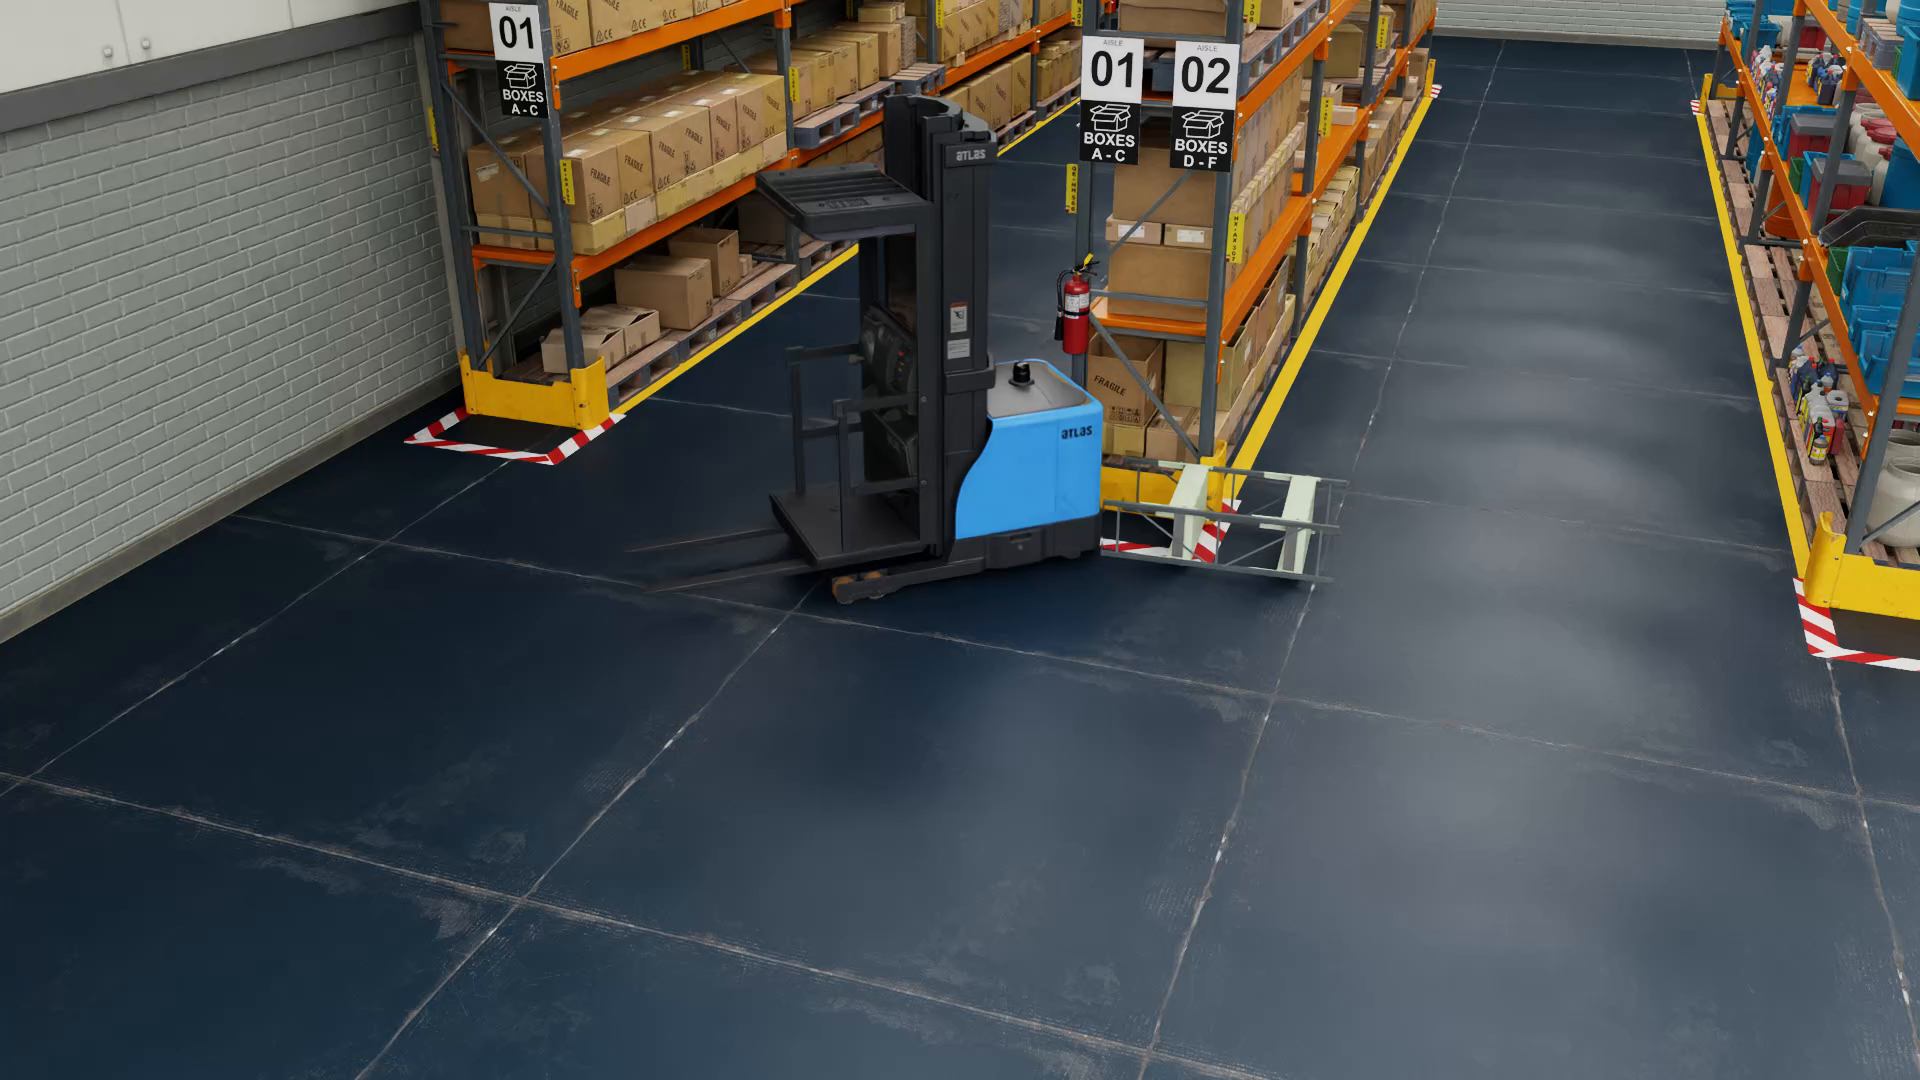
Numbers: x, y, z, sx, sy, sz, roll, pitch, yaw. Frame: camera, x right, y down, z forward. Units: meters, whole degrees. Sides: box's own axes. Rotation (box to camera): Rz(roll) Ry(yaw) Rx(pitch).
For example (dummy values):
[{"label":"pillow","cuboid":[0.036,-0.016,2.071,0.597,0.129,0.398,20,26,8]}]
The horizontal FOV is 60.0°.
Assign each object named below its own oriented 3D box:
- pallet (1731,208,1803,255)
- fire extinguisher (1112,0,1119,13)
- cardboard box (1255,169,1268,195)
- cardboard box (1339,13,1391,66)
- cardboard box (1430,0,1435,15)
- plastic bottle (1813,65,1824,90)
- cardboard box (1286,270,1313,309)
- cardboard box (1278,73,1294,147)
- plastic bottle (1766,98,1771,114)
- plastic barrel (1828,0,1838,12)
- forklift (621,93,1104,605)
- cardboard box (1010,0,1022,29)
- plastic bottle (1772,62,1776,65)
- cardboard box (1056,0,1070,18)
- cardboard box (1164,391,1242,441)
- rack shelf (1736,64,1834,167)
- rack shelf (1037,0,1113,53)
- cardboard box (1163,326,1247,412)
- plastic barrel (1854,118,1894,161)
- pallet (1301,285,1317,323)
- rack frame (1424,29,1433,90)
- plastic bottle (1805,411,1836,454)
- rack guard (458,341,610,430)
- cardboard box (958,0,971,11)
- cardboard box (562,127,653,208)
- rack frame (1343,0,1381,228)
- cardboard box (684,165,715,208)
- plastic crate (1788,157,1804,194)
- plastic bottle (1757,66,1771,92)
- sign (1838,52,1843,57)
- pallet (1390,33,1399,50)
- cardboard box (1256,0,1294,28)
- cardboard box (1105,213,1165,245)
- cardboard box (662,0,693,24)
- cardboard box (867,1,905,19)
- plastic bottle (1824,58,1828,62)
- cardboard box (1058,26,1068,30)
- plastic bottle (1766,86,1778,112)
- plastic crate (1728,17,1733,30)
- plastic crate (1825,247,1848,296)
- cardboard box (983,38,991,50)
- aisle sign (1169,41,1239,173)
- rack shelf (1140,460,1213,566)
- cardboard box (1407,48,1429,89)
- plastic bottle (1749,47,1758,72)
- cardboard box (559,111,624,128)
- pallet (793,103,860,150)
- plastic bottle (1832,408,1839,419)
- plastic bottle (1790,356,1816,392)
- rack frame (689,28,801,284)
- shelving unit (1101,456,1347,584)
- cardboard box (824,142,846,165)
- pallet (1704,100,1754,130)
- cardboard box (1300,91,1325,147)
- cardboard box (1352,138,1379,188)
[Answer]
[{"label":"pallet","cuboid":[8.815,-3.255,17.730,1.003,0.211,1.213,9,27,17]},{"label":"fire extinguisher","cuboid":[2.397,-8.696,26.286,0.296,0.674,0.183,9,27,17]},{"label":"cardboard box","cuboid":[2.106,-2.710,12.547,0.380,0.149,0.250,9,27,18]},{"label":"cardboard box","cuboid":[4.510,-5.757,19.101,0.700,0.500,0.500,14,29,27]},{"label":"cardboard box","cuboid":[6.523,-7.795,23.792,0.500,0.500,0.500,9,27,18]},{"label":"plastic bottle","cuboid":[9.684,-5.210,18.716,0.097,0.271,0.097,0,26,0]},{"label":"cardboard box","cuboid":[2.959,-2.337,15.308,0.500,0.250,0.500,8,27,16]},{"label":"cardboard box","cuboid":[2.283,-3.494,13.420,0.700,0.500,0.500,9,27,17]},{"label":"plastic bottle","cuboid":[8.554,-4.578,17.491,0.097,0.201,0.097,0,26,0]},{"label":"plastic barrel","cuboid":[7.661,-4.890,13.889,0.600,0.901,0.708,9,27,17]},{"label":"forklift","cuboid":[-0.637,-1.176,10.315,3.031,2.935,1.130,-10,28,-19]},{"label":"cardboard box","cuboid":[0.505,-7.011,21.809,0.500,0.500,0.500,9,27,18]},{"label":"plastic bottle","cuboid":[9.412,-5.438,19.268,0.097,0.201,0.097,0,26,0]},{"label":"cardboard box","cuboid":[1.025,-7.915,23.811,0.980,0.700,0.700,8,27,16]},{"label":"cardboard box","cuboid":[1.811,-0.958,12.459,0.500,0.250,0.500,9,27,17]},{"label":"rack shelf","cuboid":[9.258,-4.678,18.295,1.077,0.370,4.000,9,27,17]},{"label":"rack shelf","cuboid":[1.247,-7.758,24.657,1.077,0.370,4.000,9,27,17]},{"label":"cardboard box","cuboid":[1.813,-1.295,12.295,0.500,0.500,0.500,9,27,17]},{"label":"plastic barrel","cuboid":[8.175,-3.438,14.752,0.433,0.535,0.433,0,26,0]},{"label":"pallet","cuboid":[2.800,-2.309,15.777,1.003,0.211,1.213,9,27,17]},{"label":"rack frame","cuboid":[6.585,-8.187,24.717,1.000,3.000,0.127,9,27,17]},{"label":"plastic bottle","cuboid":[6.238,-0.782,12.044,0.152,0.276,0.135,9,27,18]},{"label":"rack guard","cuboid":[-3.387,-1.235,13.227,1.175,0.500,0.348,9,27,17]},{"label":"cardboard box","cuboid":[-0.178,-6.512,19.918,0.500,0.250,0.500,8,27,17]},{"label":"cardboard box","cuboid":[-2.796,-2.962,13.214,0.500,0.500,0.500,9,27,18]},{"label":"rack frame","cuboid":[3.922,-4.900,17.927,1.000,3.000,0.127,9,27,17]},{"label":"cardboard box","cuboid":[-2.446,-3.056,14.269,0.500,0.250,0.500,9,27,18]},{"label":"plastic crate","cuboid":[7.575,-3.197,14.654,0.450,0.188,0.662,9,27,17]},{"label":"plastic bottle","cuboid":[9.025,-5.157,18.601,0.152,0.276,0.135,9,27,17]},{"label":"sign","cuboid":[10.442,-5.867,19.609,0.100,0.325,0.005,9,27,17]},{"label":"pallet","cuboid":[4.885,-6.144,20.719,1.003,0.211,1.213,9,27,17]},{"label":"cardboard box","cuboid":[2.071,-3.902,11.667,0.500,0.500,0.500,9,27,17]},{"label":"cardboard box","cuboid":[1.208,-2.134,11.355,0.380,0.149,0.250,8,27,17]},{"label":"cardboard box","cuboid":[-2.526,-4.487,13.495,0.500,0.500,0.500,10,28,21]},{"label":"cardboard box","cuboid":[-0.837,-6.005,18.847,0.380,0.149,0.250,5,26,11]},{"label":"plastic bottle","cuboid":[9.975,-5.409,19.121,0.152,0.276,0.135,9,27,17]},{"label":"cardboard box","cuboid":[1.459,-7.830,25.621,0.380,0.149,0.250,9,27,18]},{"label":"plastic bottle","cuboid":[8.587,-4.649,17.558,0.097,0.271,0.097,0,26,0]},{"label":"plastic crate","cuboid":[10.451,-6.923,22.341,0.250,0.136,0.298,9,27,17]},{"label":"plastic crate","cuboid":[6.543,-1.924,12.024,0.450,0.188,0.662,9,27,17]},{"label":"cardboard box","cuboid":[0.172,-6.353,21.194,0.380,0.149,0.250,10,27,19]},{"label":"aisle sign","cuboid":[1.527,-2.711,10.423,0.394,0.787,0.004,9,27,17]},{"label":"rack shelf","cuboid":[1.436,-0.186,11.070,0.370,0.431,0.720,7,27,14]},{"label":"cardboard box","cuboid":[6.636,-7.001,24.631,0.500,0.500,0.500,9,27,17]},{"label":"plastic bottle","cuboid":[9.399,-5.682,19.677,0.061,0.283,0.133,9,27,17]},{"label":"cardboard box","cuboid":[-3.111,-3.251,13.811,0.500,0.500,0.500,8,27,16]},{"label":"pallet","cuboid":[-1.690,-4.179,16.660,1.003,0.211,1.213,9,27,17]},{"label":"plastic bottle","cuboid":[6.464,-0.875,12.321,0.097,0.201,0.097,0,26,0]},{"label":"plastic bottle","cuboid":[6.660,-1.304,13.121,0.152,0.276,0.135,10,27,19]},{"label":"rack frame","cuboid":[-2.081,-3.973,16.013,1.000,3.000,0.127,9,27,17]},{"label":"shelving unit","cuboid":[1.750,-0.147,10.991,1.500,0.431,0.755,7,27,14]},{"label":"cardboard box","cuboid":[-1.539,-4.084,17.745,0.500,0.250,0.500,8,27,16]},{"label":"pallet","cuboid":[10.943,-5.879,23.150,1.003,0.211,1.213,9,27,17]},{"label":"cardboard box","cuboid":[3.204,-4.036,16.030,0.500,0.500,0.500,9,27,18]},{"label":"cardboard box","cuboid":[4.512,-4.334,19.123,0.500,0.500,0.500,8,27,16]}]
